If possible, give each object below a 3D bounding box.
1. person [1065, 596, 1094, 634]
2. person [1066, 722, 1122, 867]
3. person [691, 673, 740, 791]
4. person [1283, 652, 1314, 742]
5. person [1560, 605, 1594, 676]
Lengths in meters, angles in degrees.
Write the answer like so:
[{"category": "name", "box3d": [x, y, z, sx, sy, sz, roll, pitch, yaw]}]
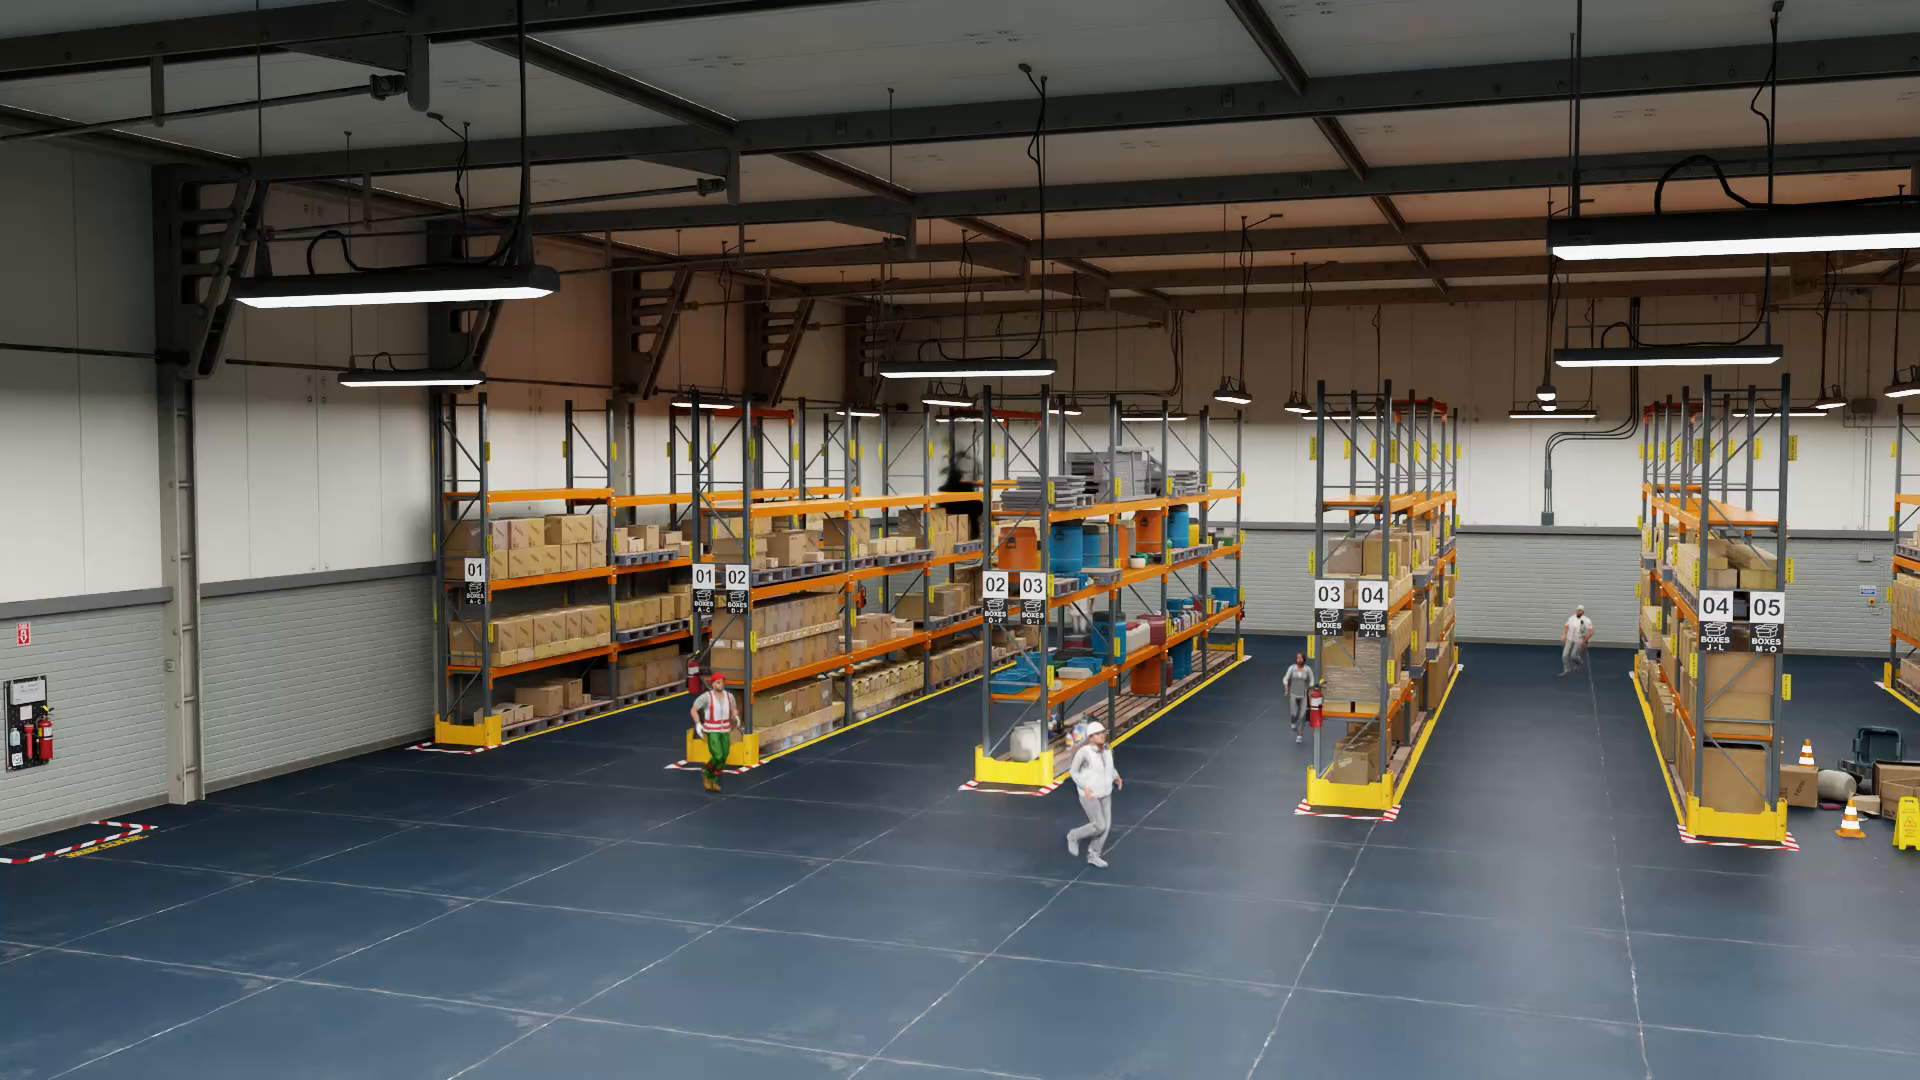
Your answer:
[{"category": "person", "box3d": [2.794, 1.786, 39.208, 0.691, 1.835, 0.704, 0, 3, 9]}, {"category": "person", "box3d": [1.647, 3.068, 20.143, 0.656, 1.746, 0.627, -3, 4, -40]}, {"category": "person", "box3d": [-3.519, 2.819, 24.380, 0.662, 1.748, 0.587, -2, 4, -39]}, {"category": "person", "box3d": [5.843, 2.709, 28.640, 0.547, 1.539, 0.547, 1, 3, 11]}, {"category": "person", "box3d": [13.727, 2.242, 36.996, 0.538, 1.601, 0.650, -3, 4, -44]}]
